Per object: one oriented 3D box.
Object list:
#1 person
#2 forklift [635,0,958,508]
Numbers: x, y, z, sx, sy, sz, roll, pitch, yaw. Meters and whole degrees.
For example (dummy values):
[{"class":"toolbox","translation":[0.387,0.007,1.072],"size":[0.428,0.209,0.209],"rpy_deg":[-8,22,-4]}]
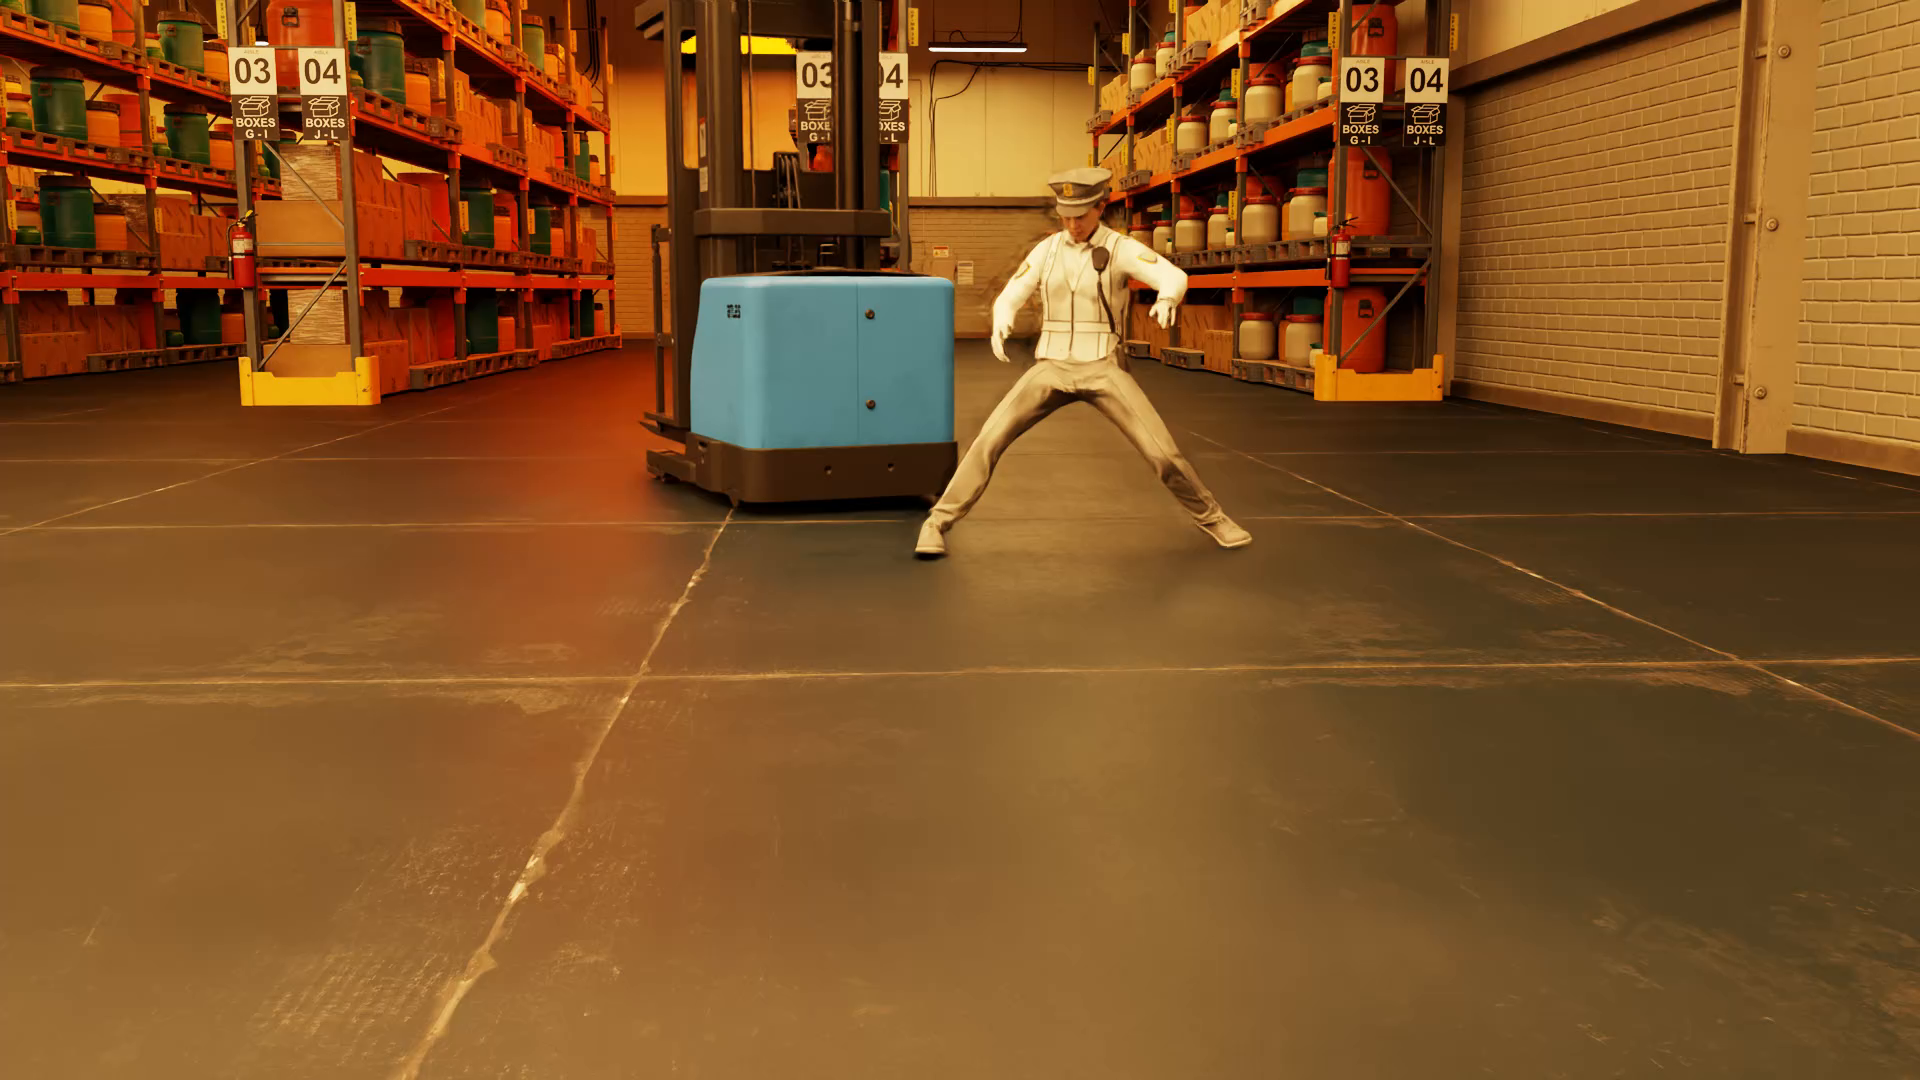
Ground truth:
[{"class":"person","translation":[0.485,-0.685,6.404],"size":[1.194,1.484,0.893],"rpy_deg":[4,9,23]},{"class":"forklift","translation":[-1.058,-1.774,8.779],"size":[1.130,2.935,3.031],"rpy_deg":[-4,9,-23]}]
